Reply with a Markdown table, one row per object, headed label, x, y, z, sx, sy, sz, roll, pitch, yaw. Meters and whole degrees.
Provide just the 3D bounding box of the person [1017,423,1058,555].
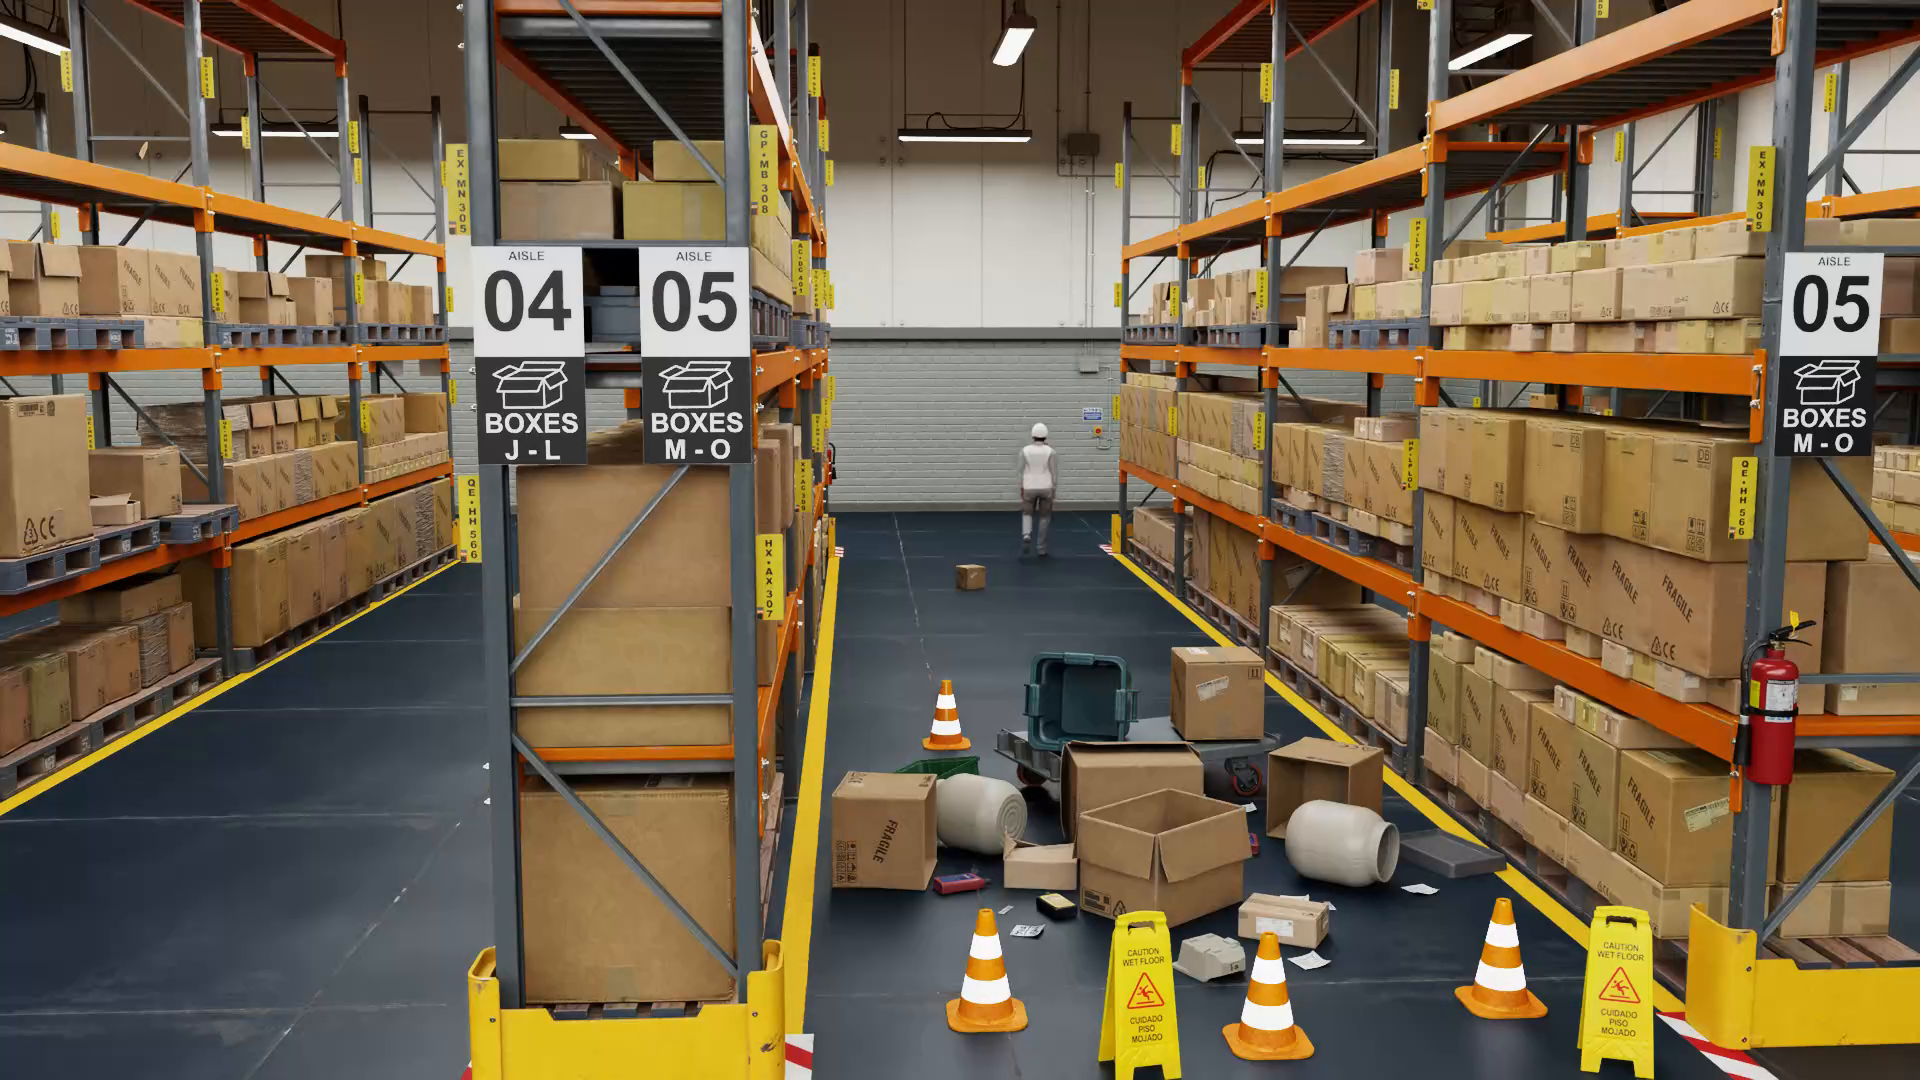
| label | x | y | z | sx | sy | sz | roll | pitch | yaw |
| --- | --- | --- | --- | --- | --- | --- | --- | --- | --- |
| person | 1.035 | -0.680 | 22.167 | 0.534 | 1.762 | 0.556 | 1 | 7 | 10 |
